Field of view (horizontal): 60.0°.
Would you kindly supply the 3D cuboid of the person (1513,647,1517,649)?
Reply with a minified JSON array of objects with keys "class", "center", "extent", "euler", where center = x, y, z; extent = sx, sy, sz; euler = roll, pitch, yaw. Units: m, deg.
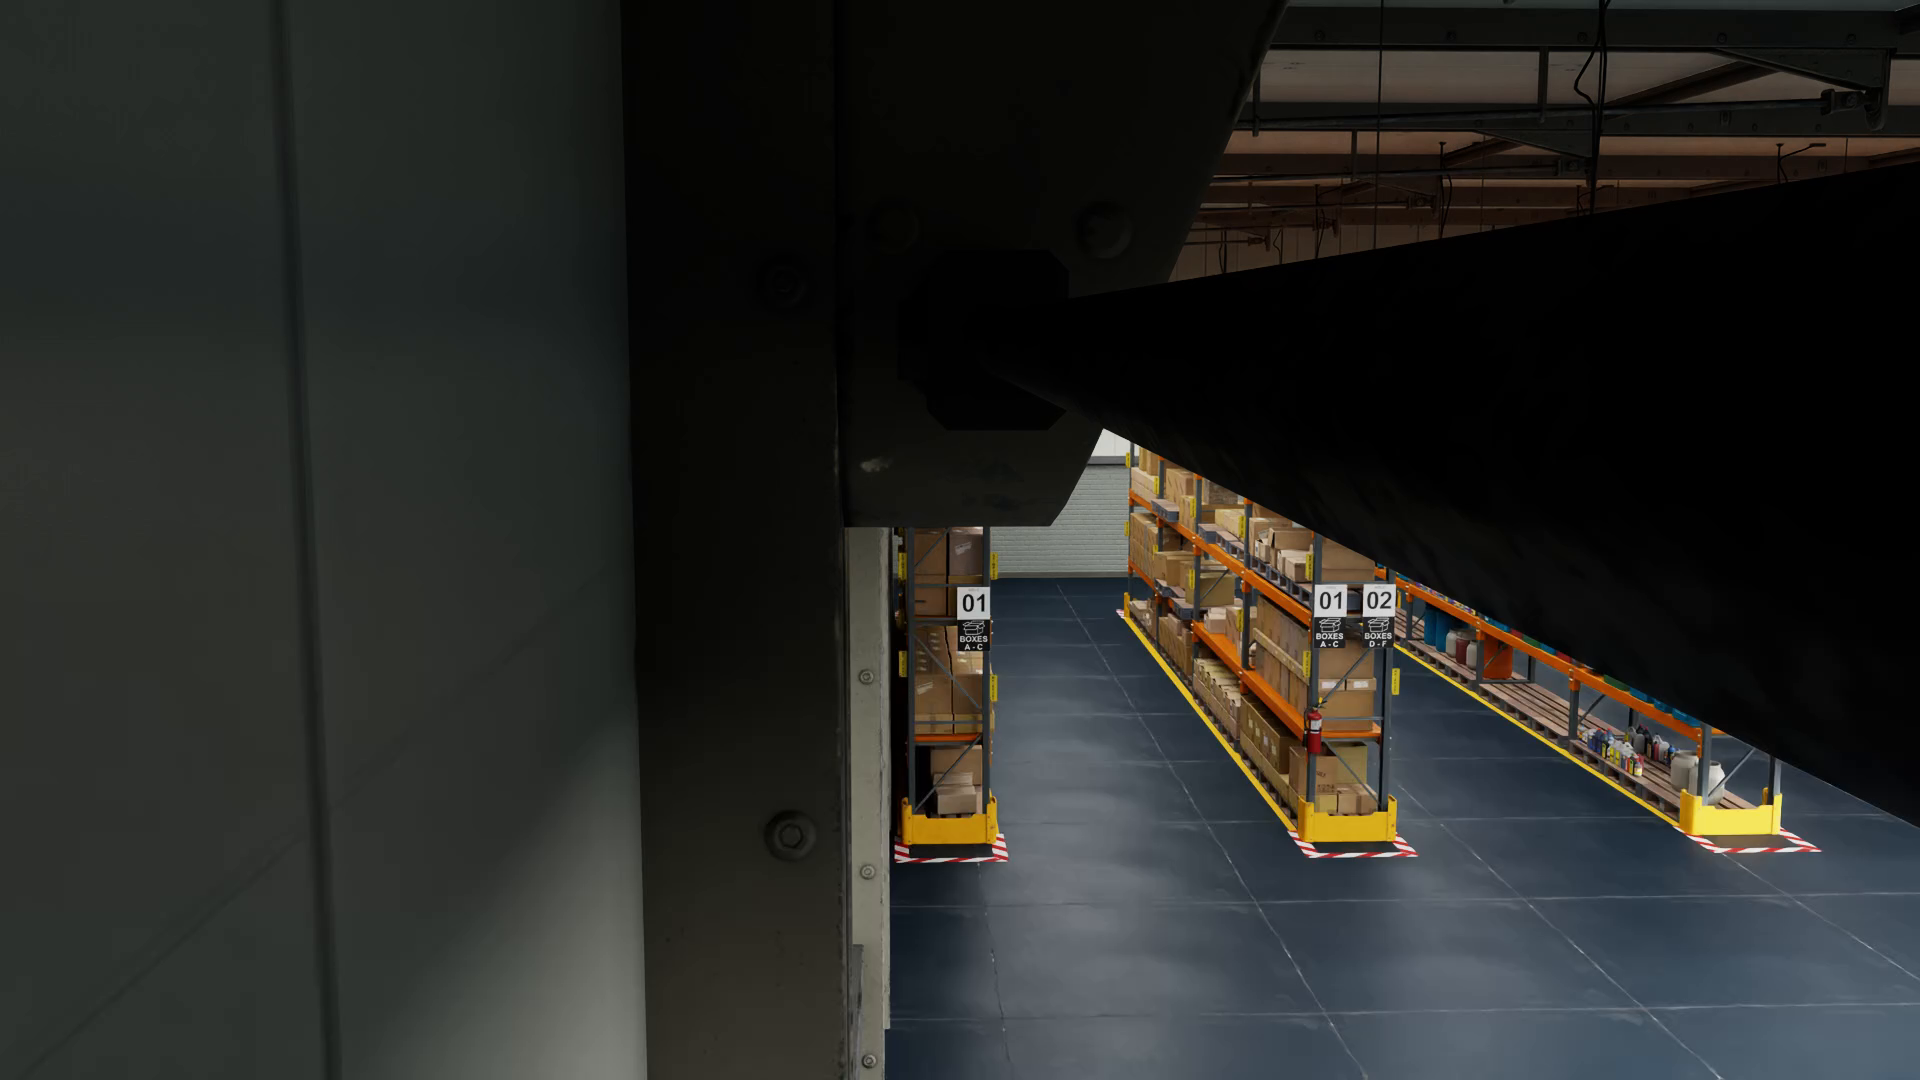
[{"class":"person","center":[10.846,1.381,32.917],"extent":[0.543,1.469,1.069],"euler":[-3,8,-20]}]

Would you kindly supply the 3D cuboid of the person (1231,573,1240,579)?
[{"class":"person","center":[6.775,0.402,40.012],"extent":[0.519,1.445,0.554],"euler":[3,8,19]}]
